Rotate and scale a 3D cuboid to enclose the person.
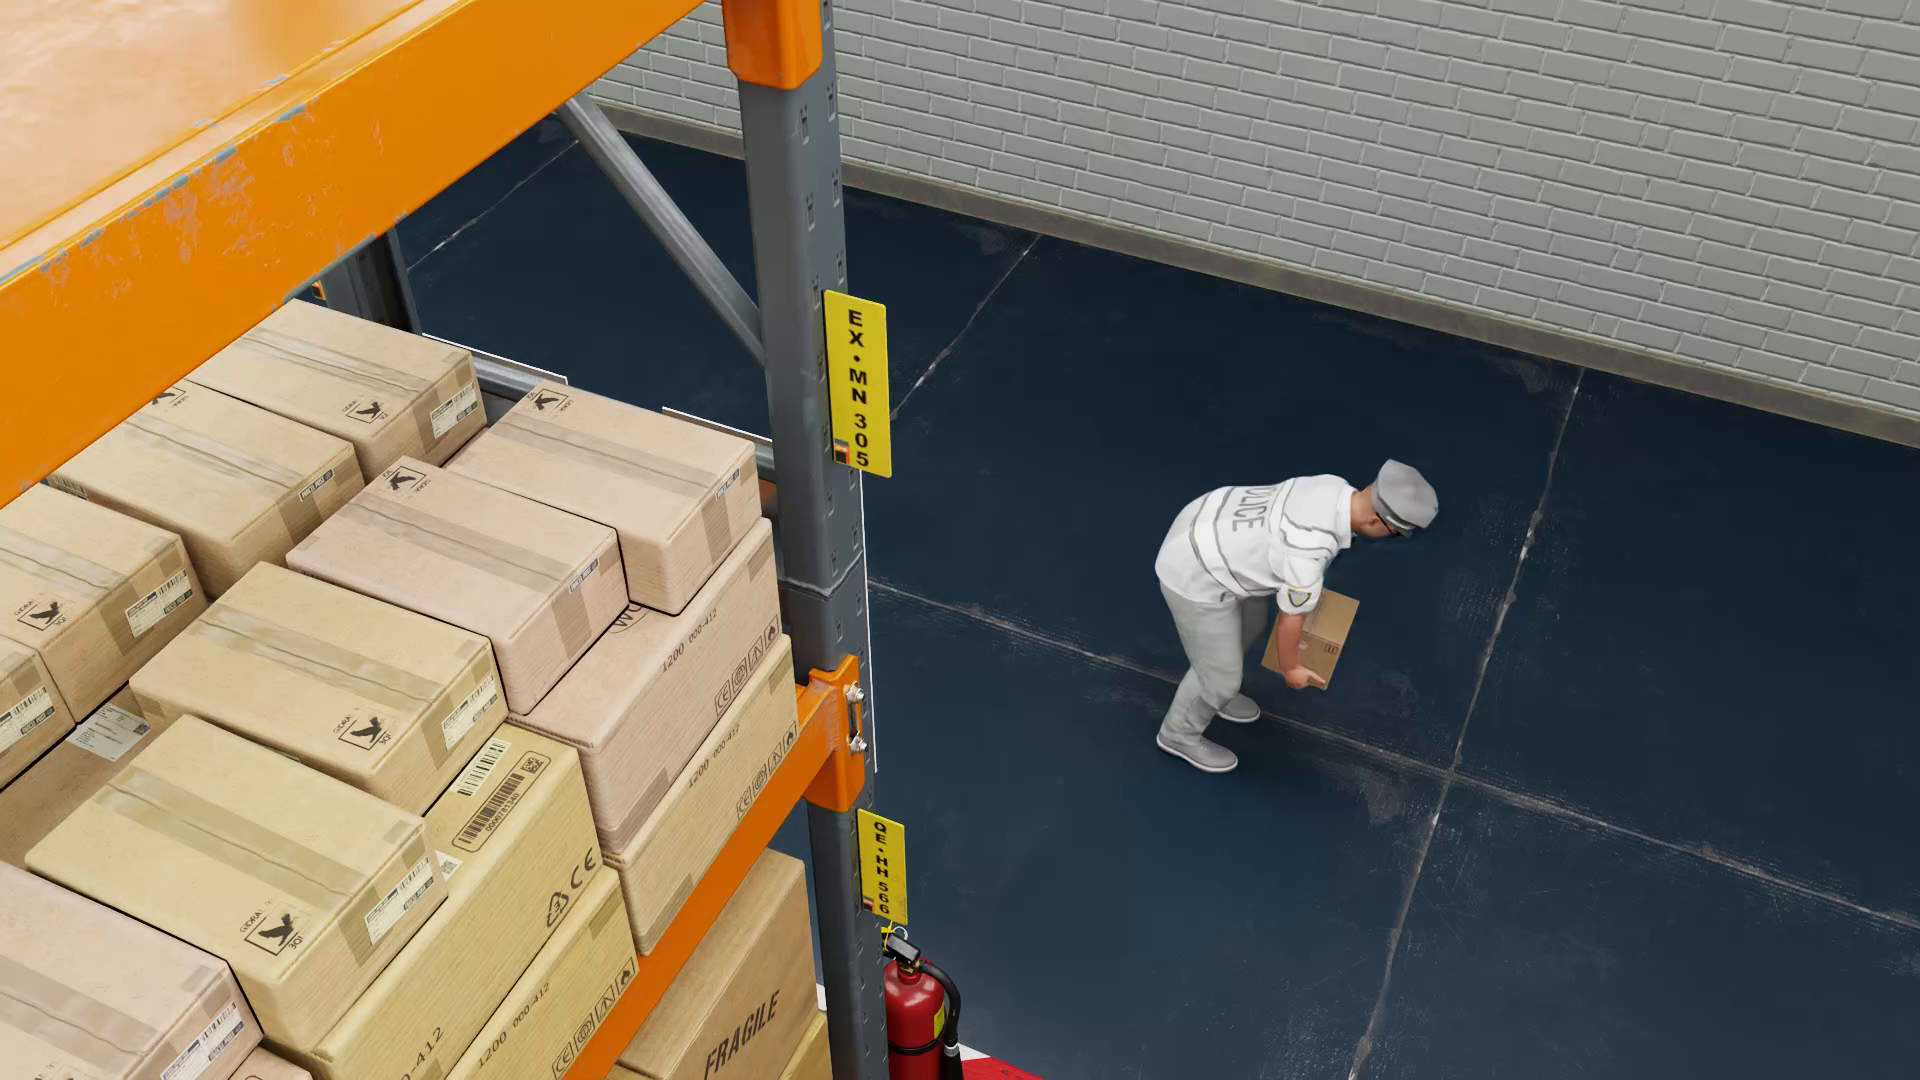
[{"bbox_3d":[1.164,0.261,6.075,0.919,1.477,0.479,16,44,18],"label":"person"}]
